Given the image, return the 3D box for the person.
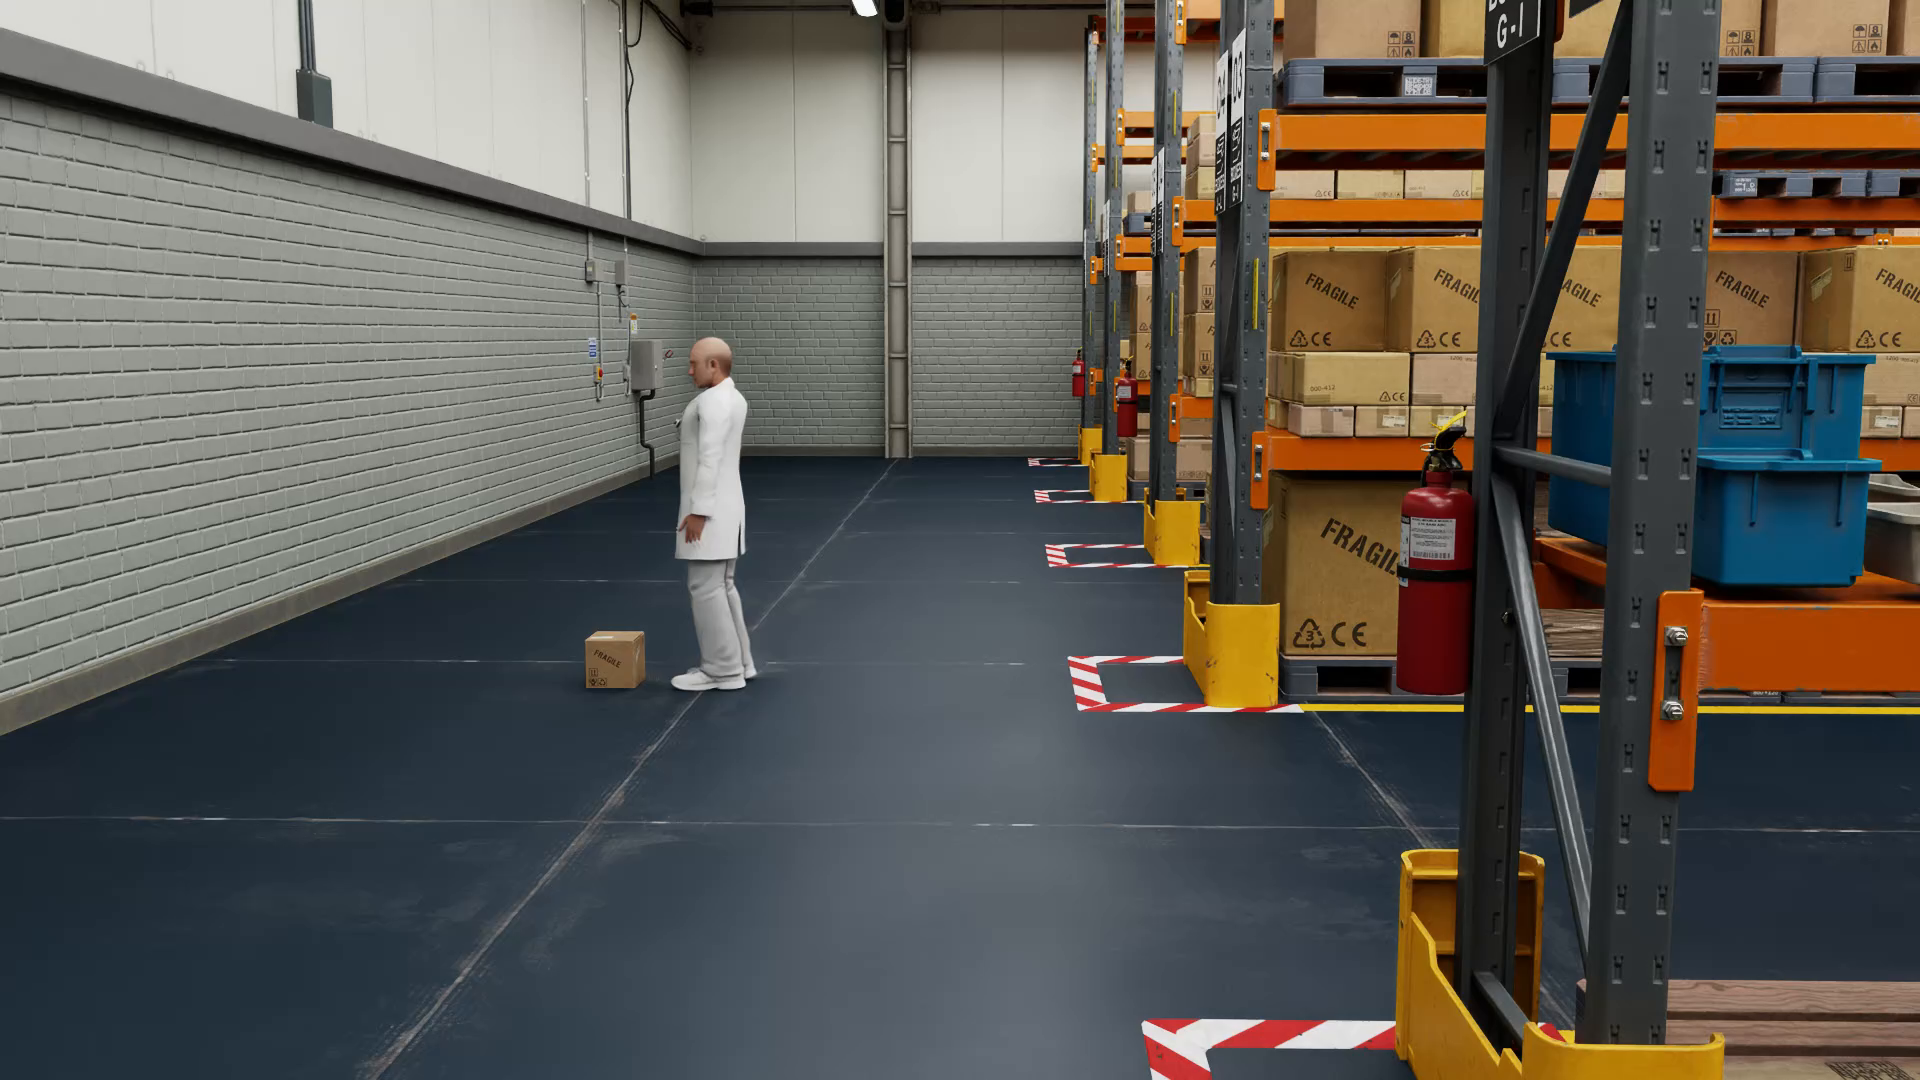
[{"bbox_3d":[-1.265,-0.069,8.432,0.389,1.667,0.563,0,7,2],"label":"person"}]
